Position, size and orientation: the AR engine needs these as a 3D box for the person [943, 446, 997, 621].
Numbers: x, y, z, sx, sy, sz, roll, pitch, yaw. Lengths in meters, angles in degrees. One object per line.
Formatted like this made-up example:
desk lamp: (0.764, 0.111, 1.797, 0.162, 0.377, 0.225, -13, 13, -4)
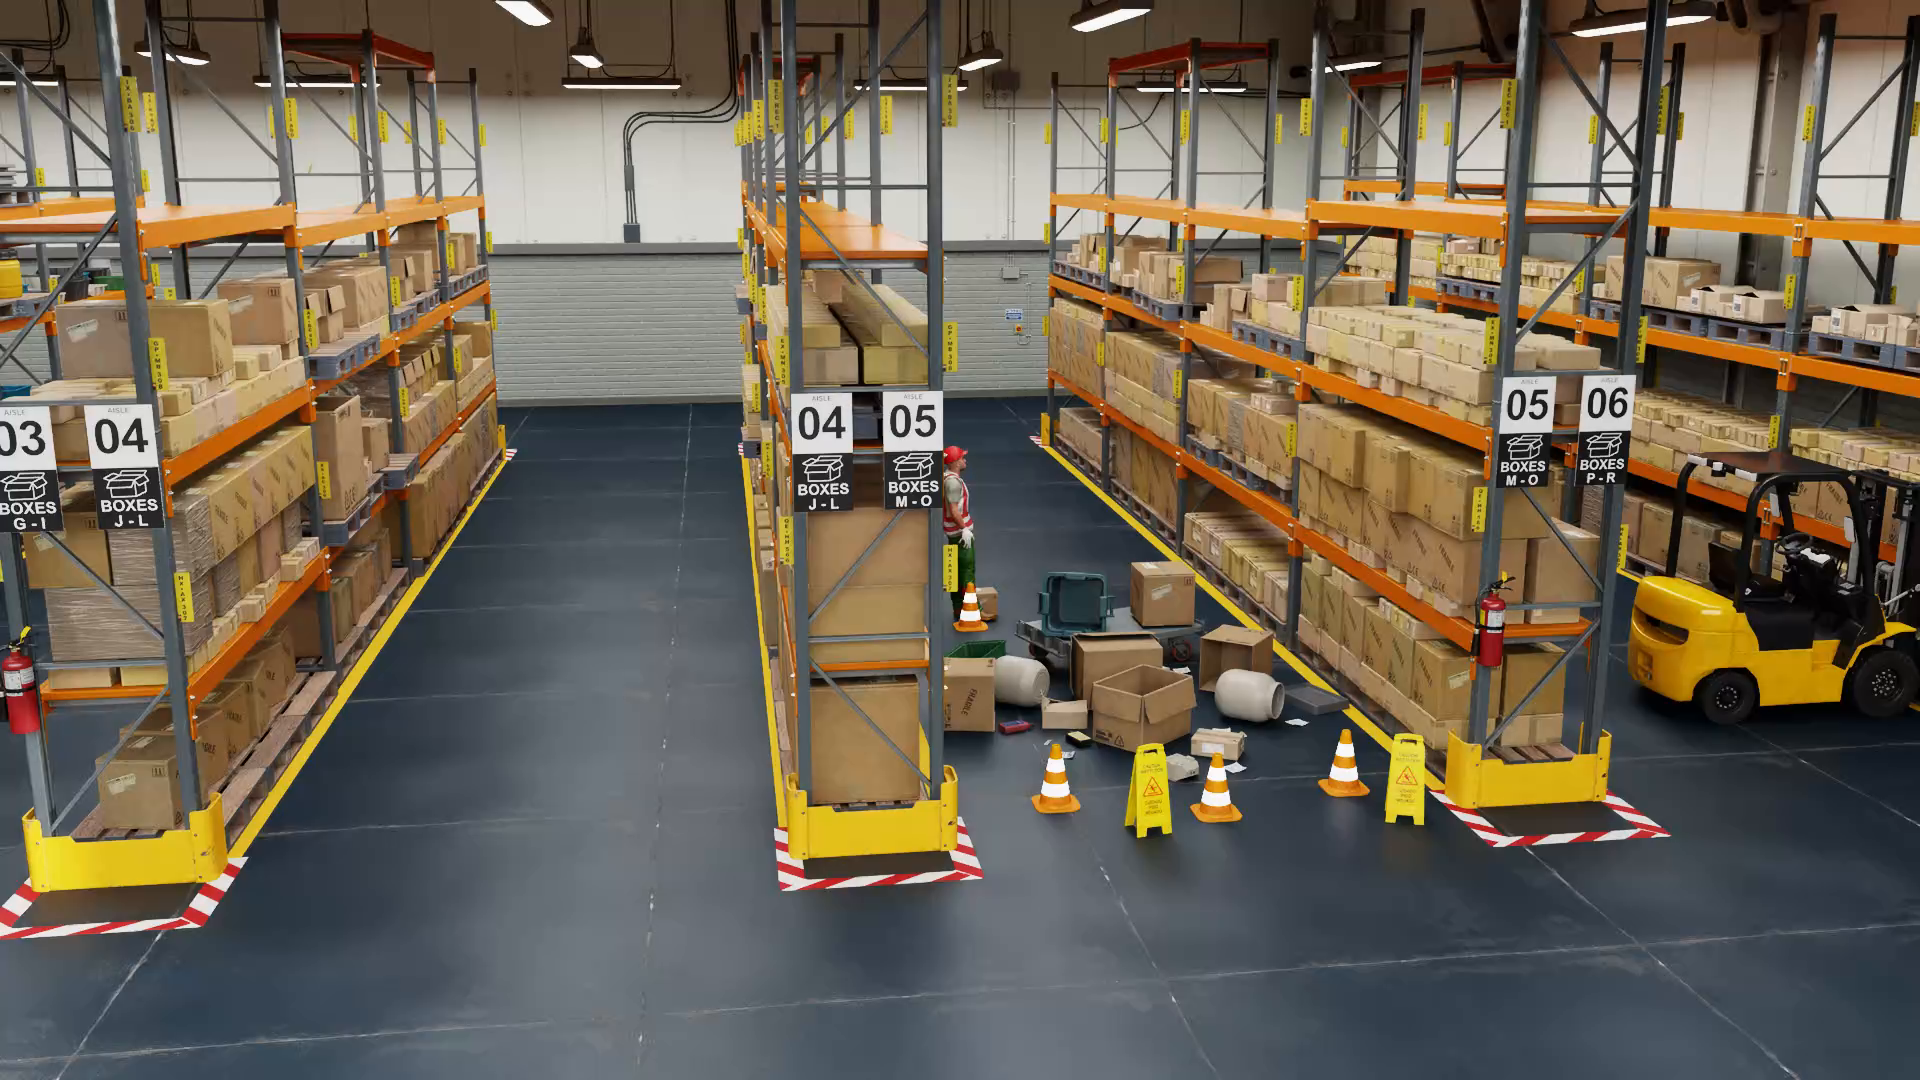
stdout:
person: (0.067, -0.090, 17.274, 0.564, 1.788, 0.637, -2, 13, -8)
